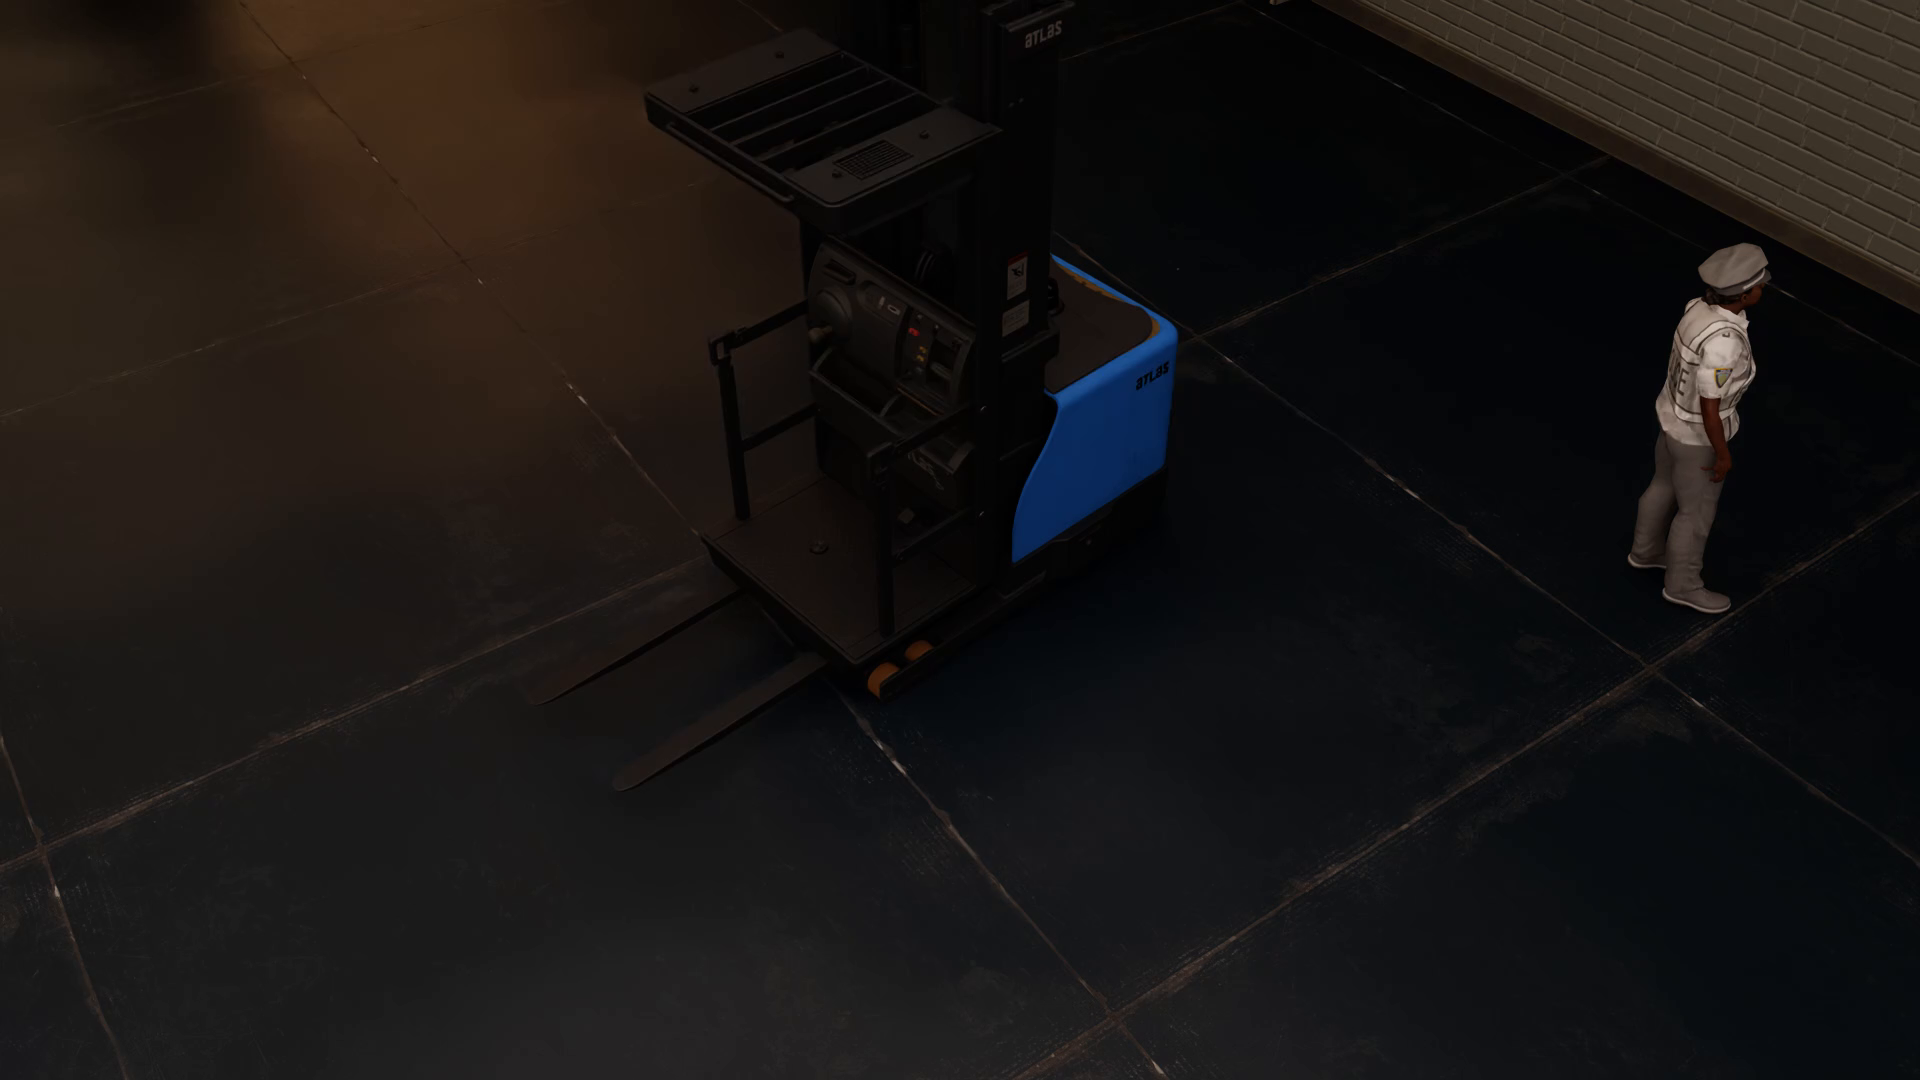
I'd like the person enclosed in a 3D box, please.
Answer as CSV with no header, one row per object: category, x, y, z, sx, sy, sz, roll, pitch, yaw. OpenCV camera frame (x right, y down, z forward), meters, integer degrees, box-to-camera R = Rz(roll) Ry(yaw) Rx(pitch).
person,3.240,-0.487,7.146,0.530,1.695,0.570,3,43,4

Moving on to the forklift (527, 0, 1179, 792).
forklift,-0.444,-0.792,6.574,3.031,2.935,1.130,-32,51,-30
